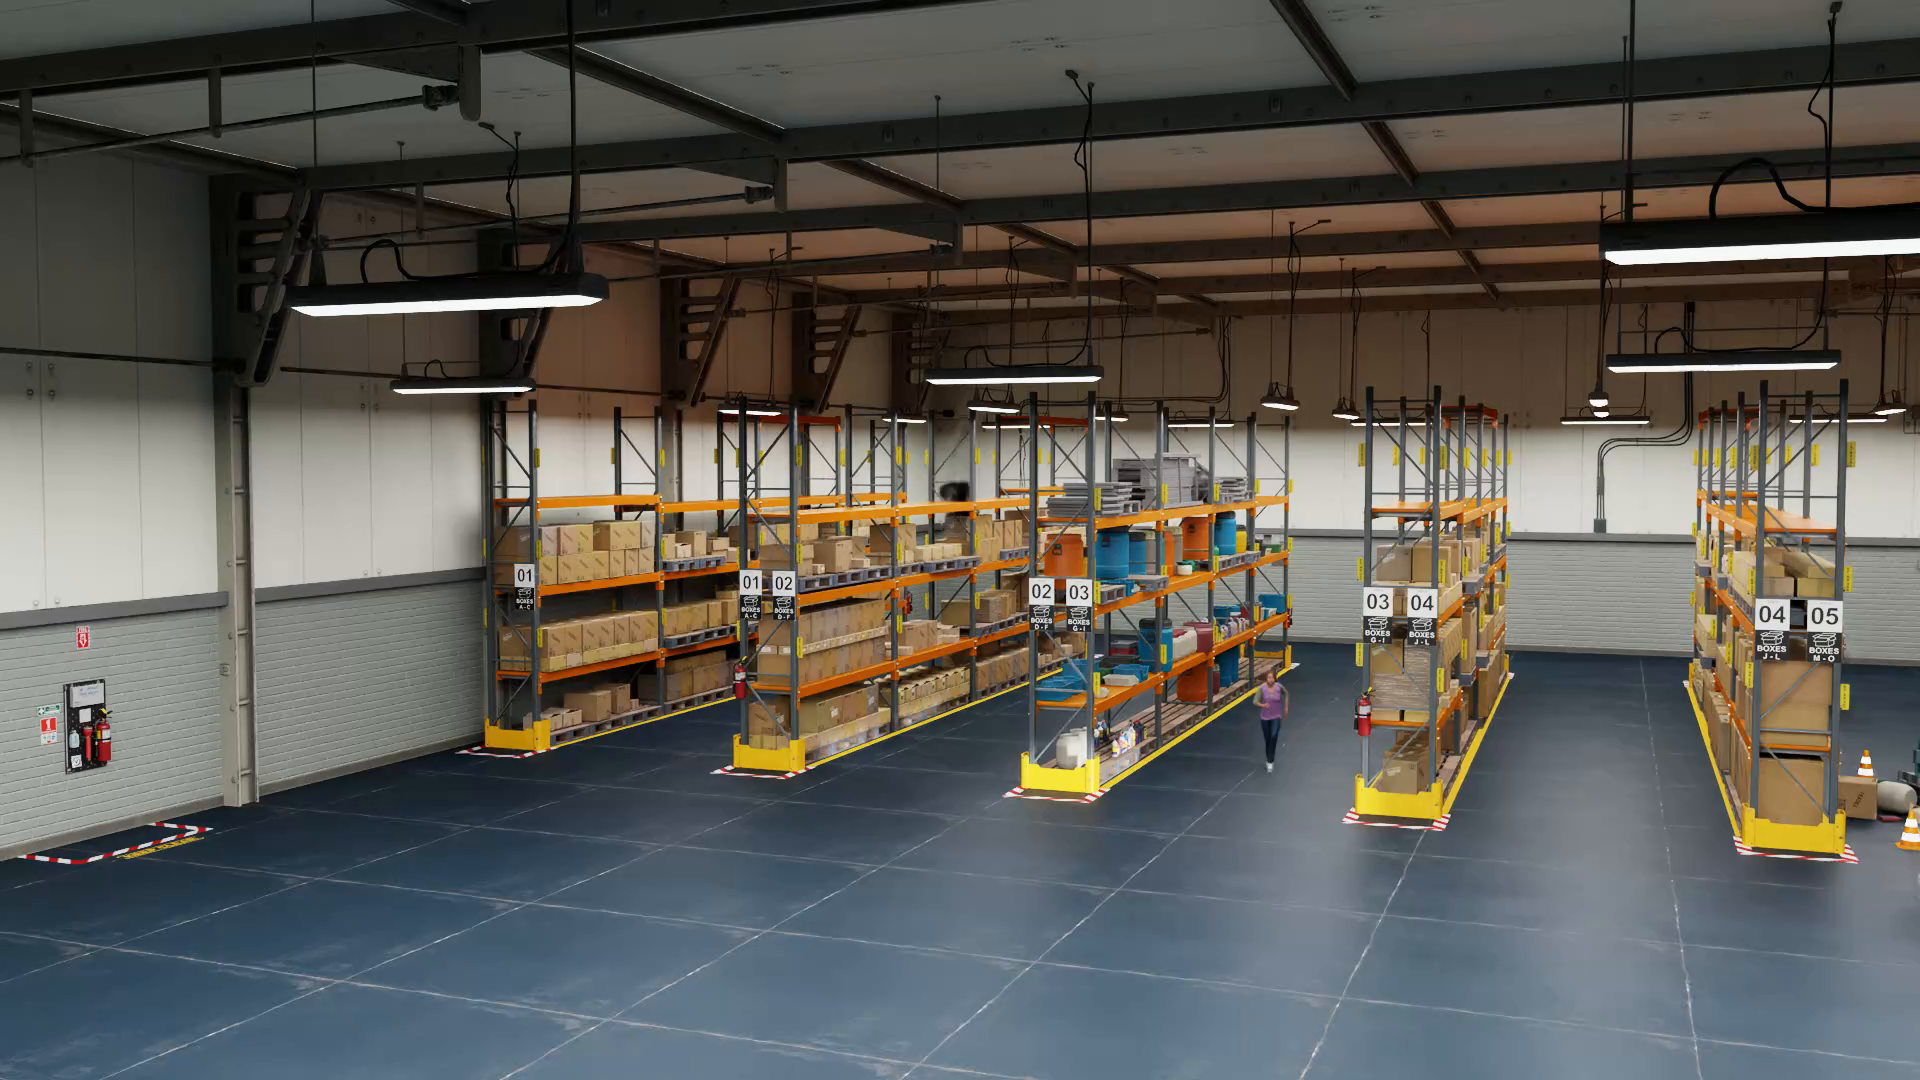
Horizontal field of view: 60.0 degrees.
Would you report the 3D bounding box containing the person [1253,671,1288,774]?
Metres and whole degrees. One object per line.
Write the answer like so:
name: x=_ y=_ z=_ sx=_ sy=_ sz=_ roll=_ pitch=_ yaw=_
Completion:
person: x=4.989 y=2.890 z=26.721 sx=0.562 sy=1.620 sz=0.861 roll=0 pitch=3 yaw=9
